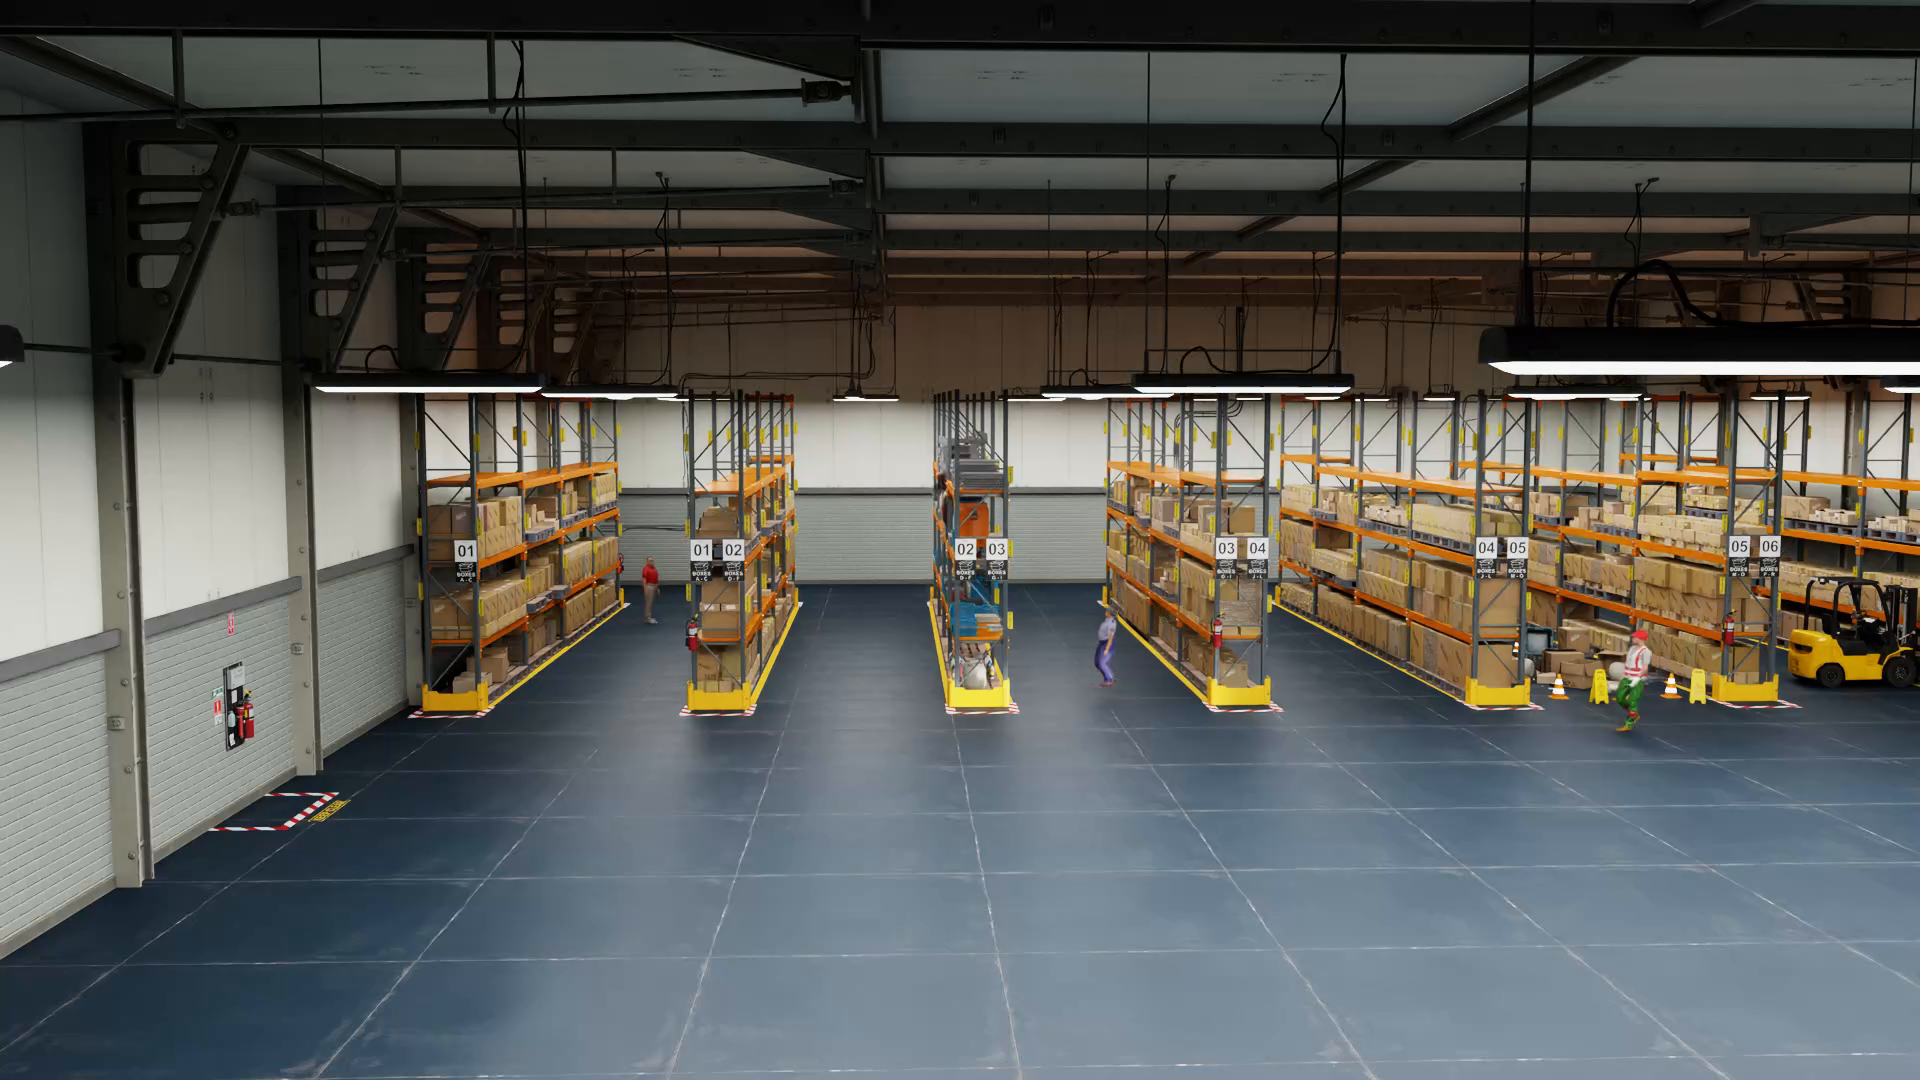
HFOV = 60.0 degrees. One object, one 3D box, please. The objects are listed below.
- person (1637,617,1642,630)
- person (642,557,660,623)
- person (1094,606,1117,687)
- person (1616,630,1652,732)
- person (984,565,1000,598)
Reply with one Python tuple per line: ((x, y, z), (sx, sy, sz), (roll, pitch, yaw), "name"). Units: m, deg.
((16.439, 1.545, 40.467), (0.473, 1.788, 0.664), (2, 5, 27), "person")
((-8.095, 1.297, 43.615), (0.405, 1.728, 0.555), (1, 5, 12), "person")
((2.824, 2.091, 32.266), (0.498, 1.641, 0.583), (-1, 5, -16), "person")
((11.748, 2.456, 29.142), (0.621, 1.775, 0.615), (-3, 5, -29), "person")
((0.844, 0.846, 49.105), (0.648, 1.735, 1.131), (-1, 5, -17), "person")
